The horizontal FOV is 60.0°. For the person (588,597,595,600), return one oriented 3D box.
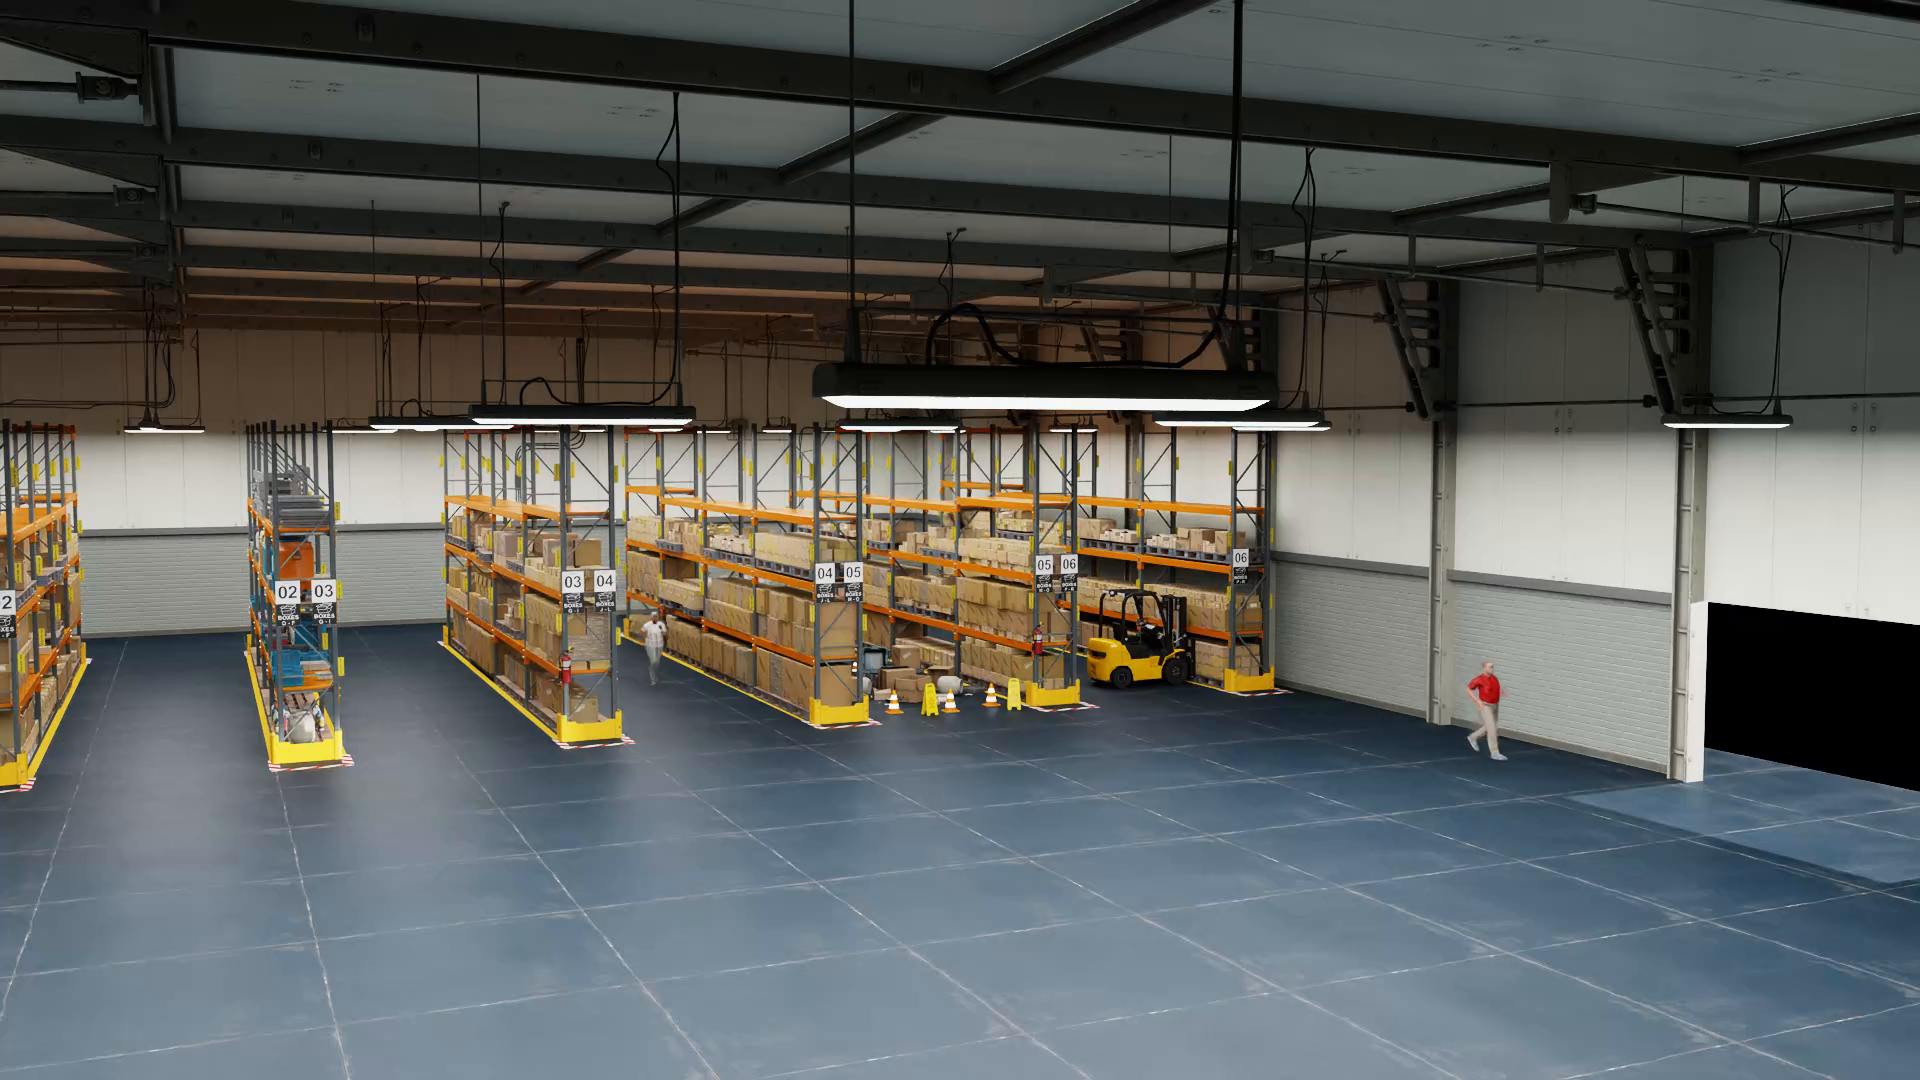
[{"bbox_3d":[-10.063,2.004,45.787,0.696,1.752,0.669,-1,4,-16],"label":"person"}]

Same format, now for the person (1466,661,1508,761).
[{"bbox_3d":[9.365,3.006,29.537,0.671,1.700,0.963,-2,4,-35],"label":"person"}]

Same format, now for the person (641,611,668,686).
[{"bbox_3d":[-7.041,2.510,38.448,0.574,1.737,0.739,-2,4,-29],"label":"person"}]

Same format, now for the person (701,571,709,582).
[{"bbox_3d":[-7.705,1.739,49.860,0.612,1.746,0.645,-2,4,-24],"label":"person"}]
